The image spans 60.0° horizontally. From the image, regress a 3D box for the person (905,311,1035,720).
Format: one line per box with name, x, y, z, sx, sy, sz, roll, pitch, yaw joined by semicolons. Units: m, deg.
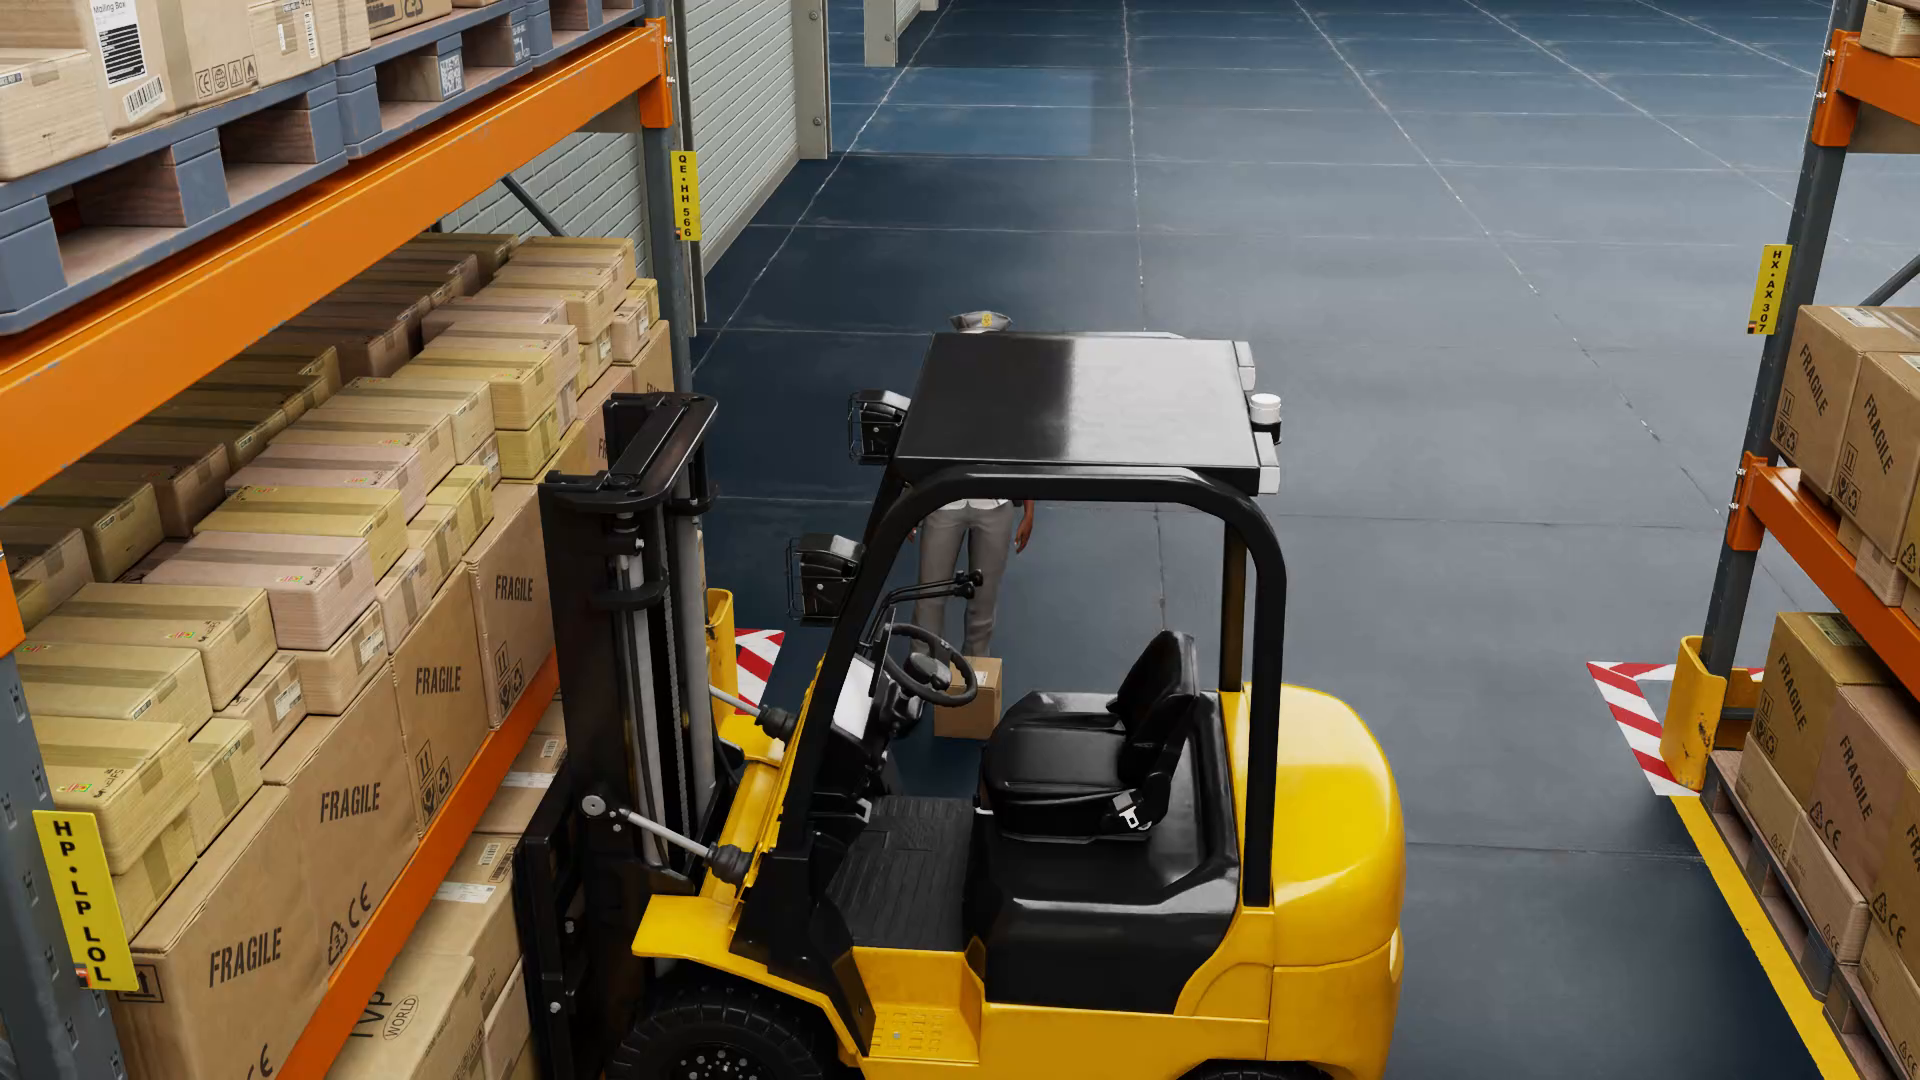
person;0.018;-0.100;6.760;0.569;1.696;0.528;2;25;4
